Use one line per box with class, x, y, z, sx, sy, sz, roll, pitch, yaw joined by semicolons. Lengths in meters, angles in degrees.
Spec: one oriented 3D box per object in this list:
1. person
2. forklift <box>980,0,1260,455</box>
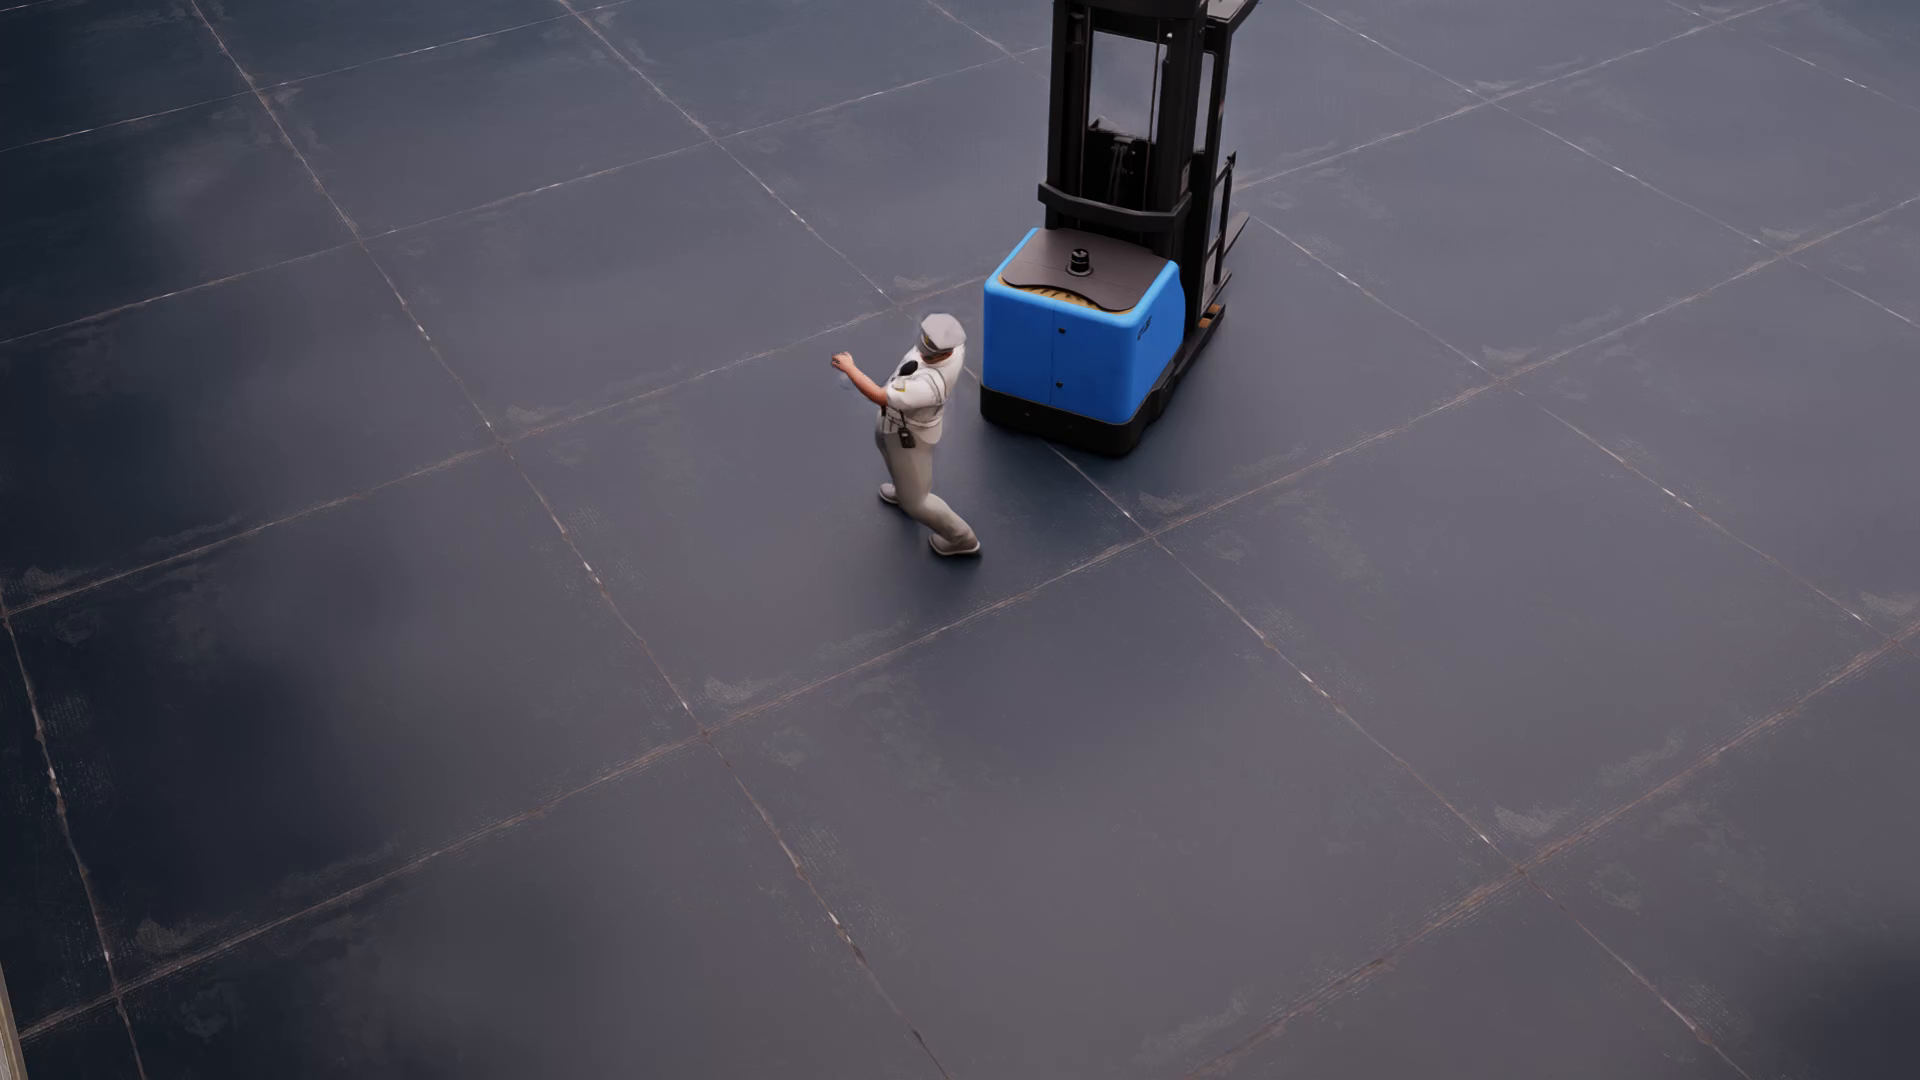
person;-0.318;-0.750;9.722;0.851;1.598;0.832;0;41;0
forklift;1.230;-2.615;10.863;1.130;2.935;3.031;18;44;19
